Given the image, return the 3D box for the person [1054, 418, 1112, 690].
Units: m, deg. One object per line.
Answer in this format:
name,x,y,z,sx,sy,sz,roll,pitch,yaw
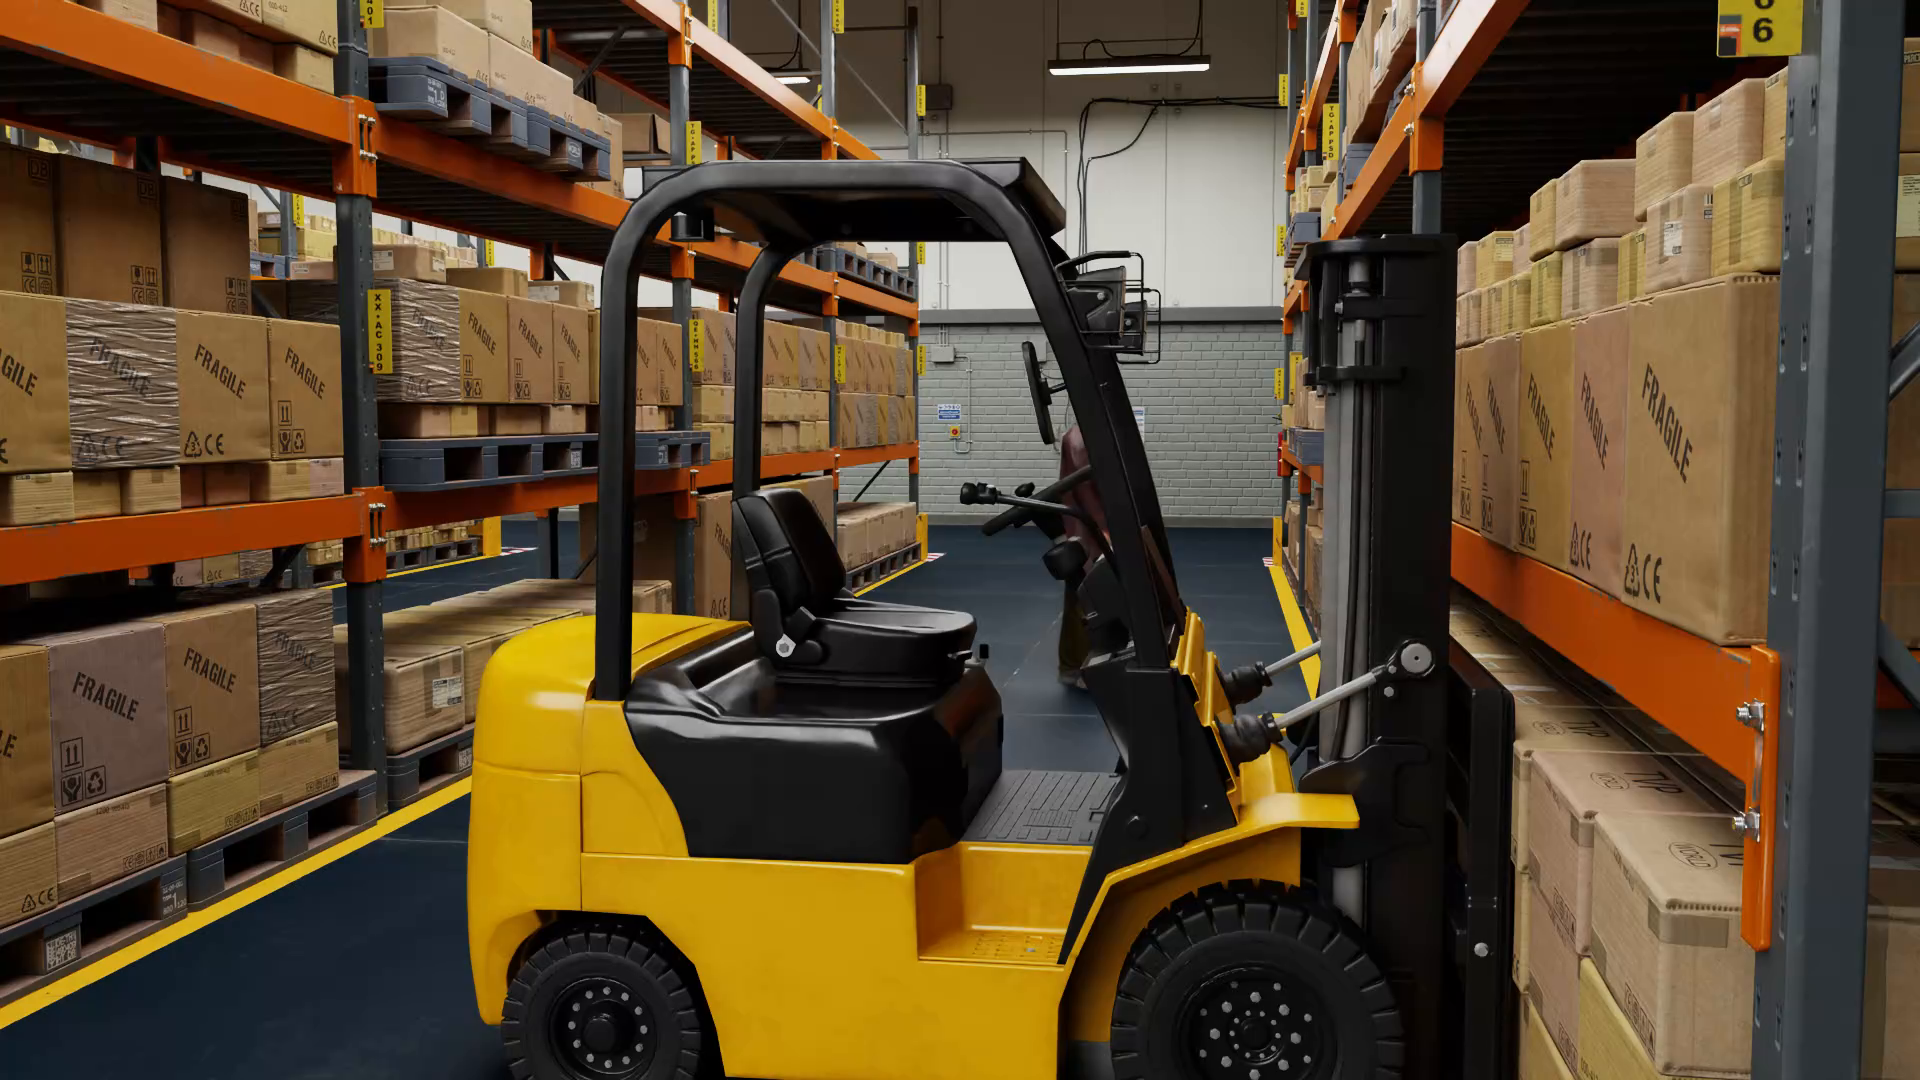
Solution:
person,0.797,-0.015,9.730,0.507,1.799,0.587,1,4,9
